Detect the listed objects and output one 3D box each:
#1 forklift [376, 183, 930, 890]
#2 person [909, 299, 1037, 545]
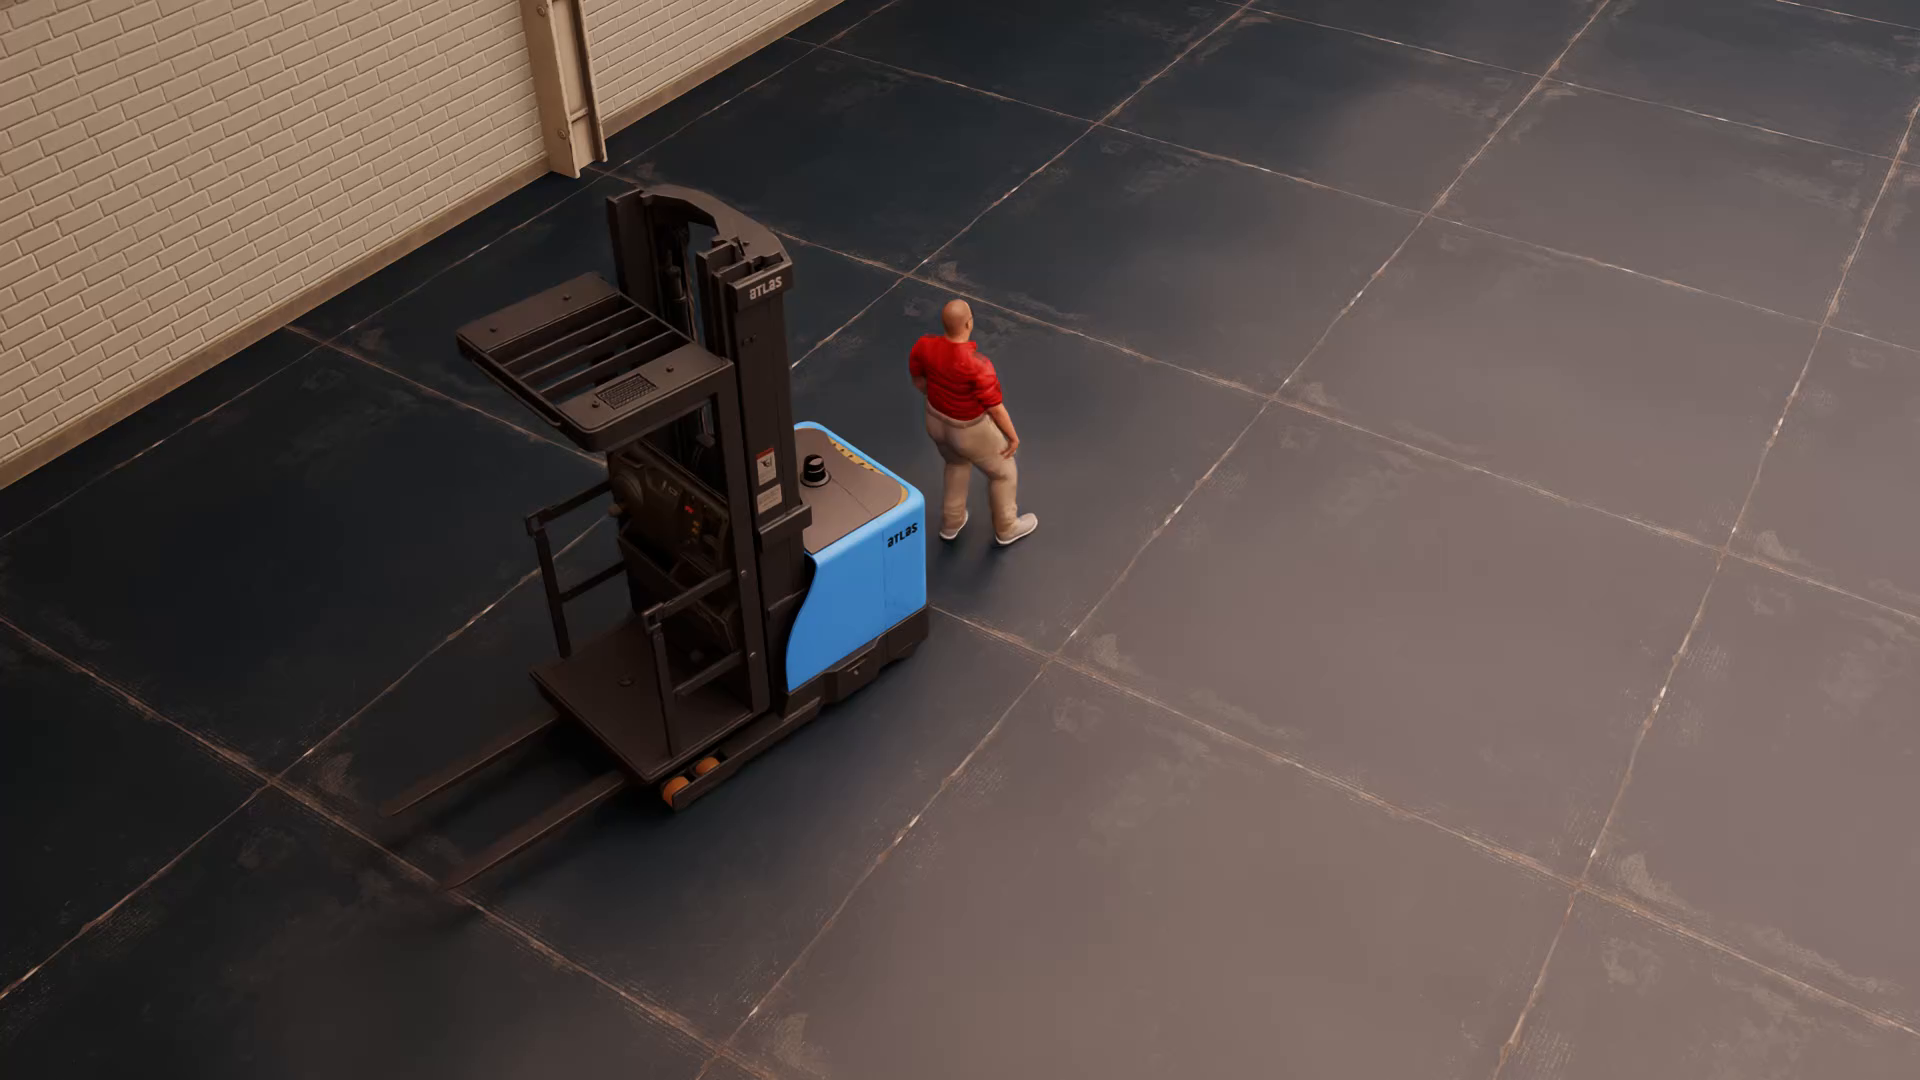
[{"bbox_3d":[-1.587,-0.111,8.098,3.031,2.935,1.130,-32,50,-32],"label":"forklift"},{"bbox_3d":[0.088,-0.722,9.788,0.687,1.711,0.566,26,47,27],"label":"person"}]
